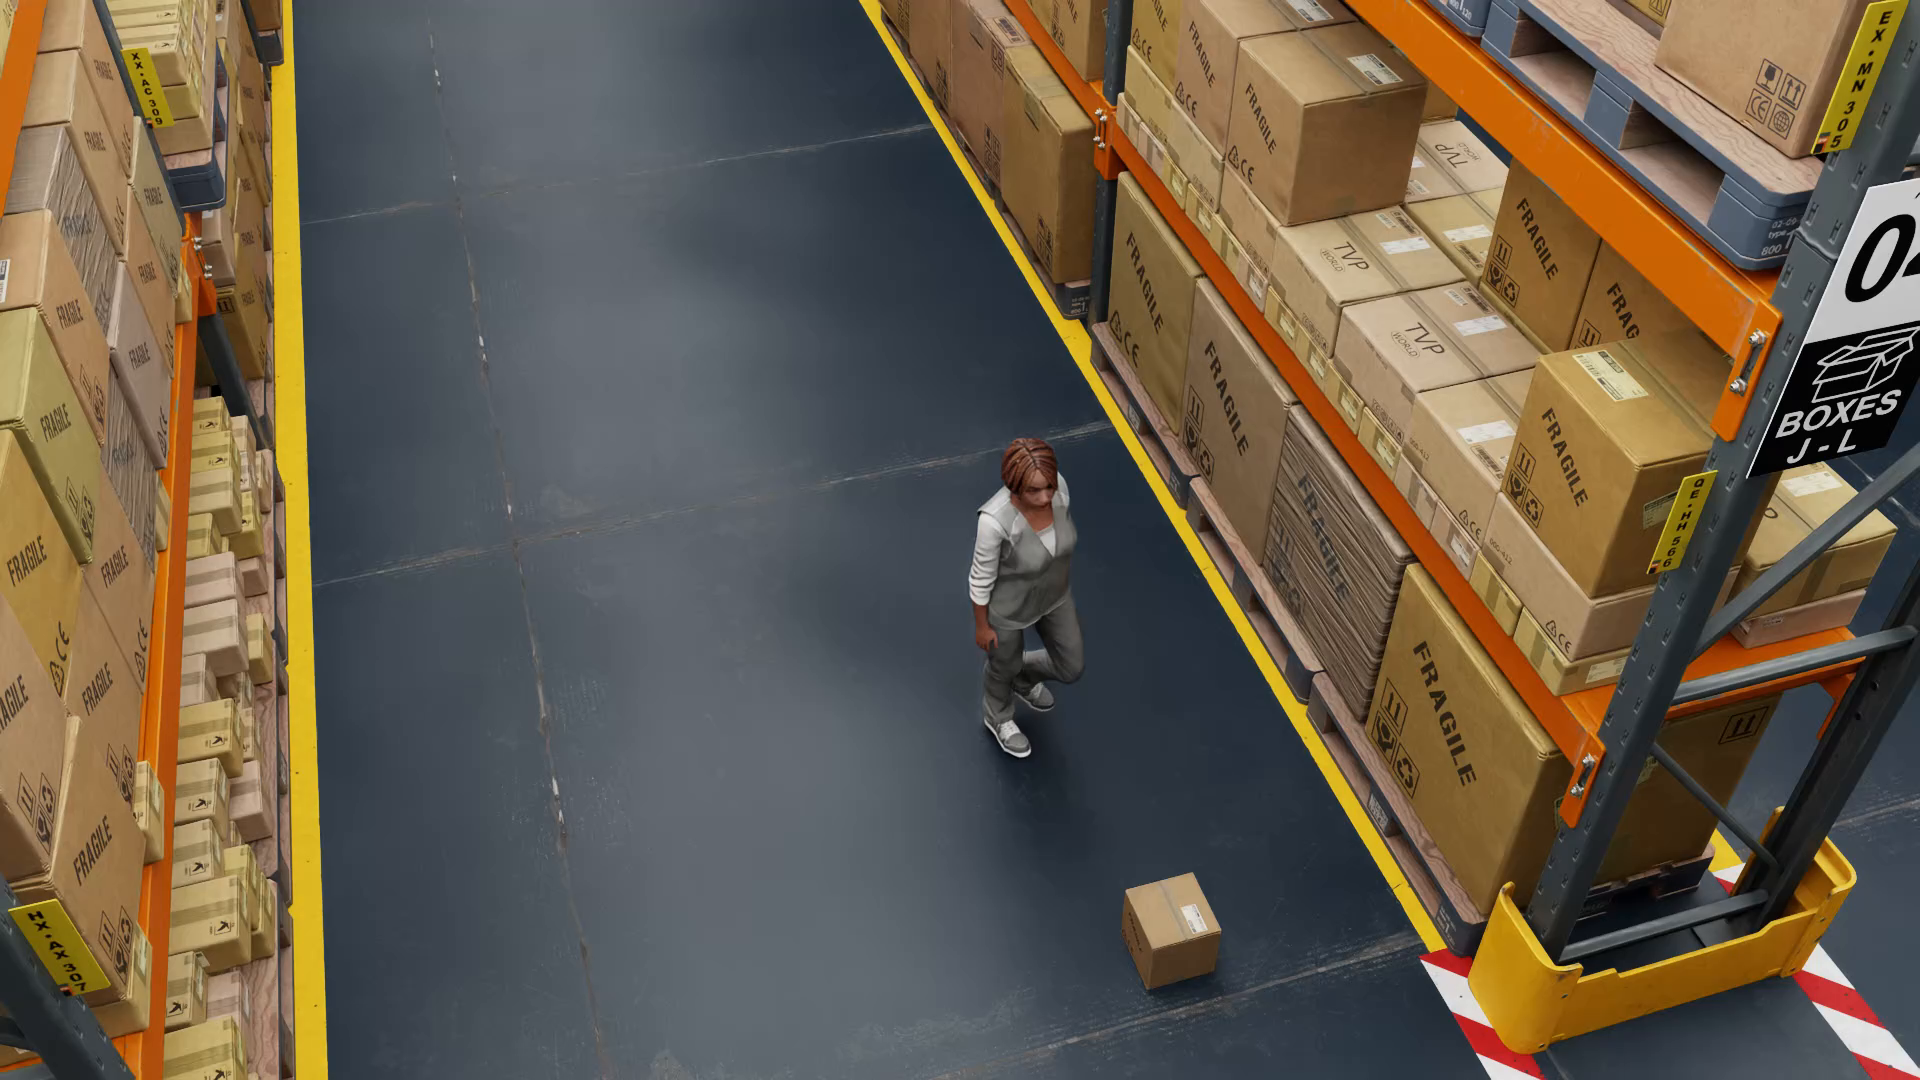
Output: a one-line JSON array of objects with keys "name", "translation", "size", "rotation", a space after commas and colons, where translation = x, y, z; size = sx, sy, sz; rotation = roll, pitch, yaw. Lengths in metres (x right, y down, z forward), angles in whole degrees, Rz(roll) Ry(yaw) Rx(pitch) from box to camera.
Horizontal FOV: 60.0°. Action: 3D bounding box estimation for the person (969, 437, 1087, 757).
[{"name": "person", "translation": [0.207, 0.212, 5.920], "size": [0.450, 1.587, 0.420], "rotation": [-25, 49, -25]}]
